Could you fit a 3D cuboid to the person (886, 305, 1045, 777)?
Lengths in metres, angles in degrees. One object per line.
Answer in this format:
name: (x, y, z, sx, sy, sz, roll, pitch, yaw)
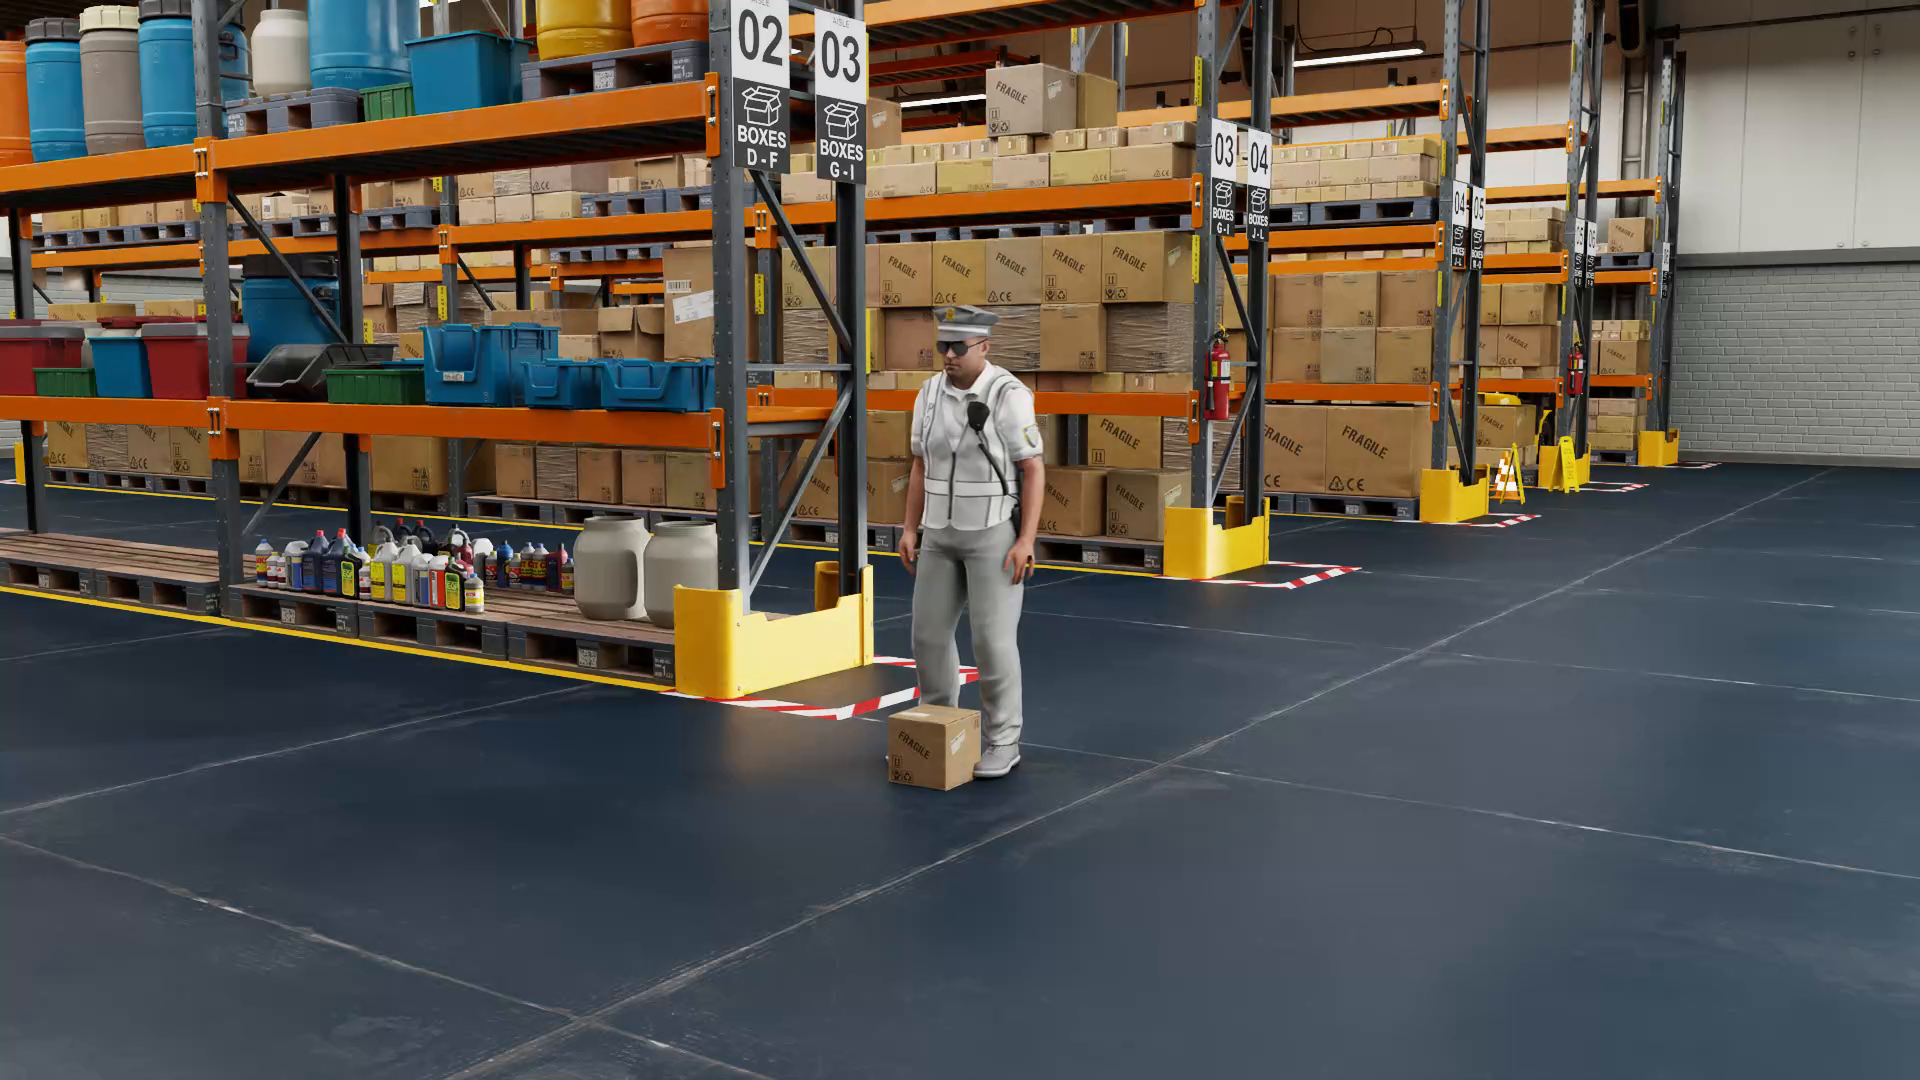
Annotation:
person: (0.047, -0.007, 6.301, 0.588, 1.748, 0.434, 4, 7, 33)
